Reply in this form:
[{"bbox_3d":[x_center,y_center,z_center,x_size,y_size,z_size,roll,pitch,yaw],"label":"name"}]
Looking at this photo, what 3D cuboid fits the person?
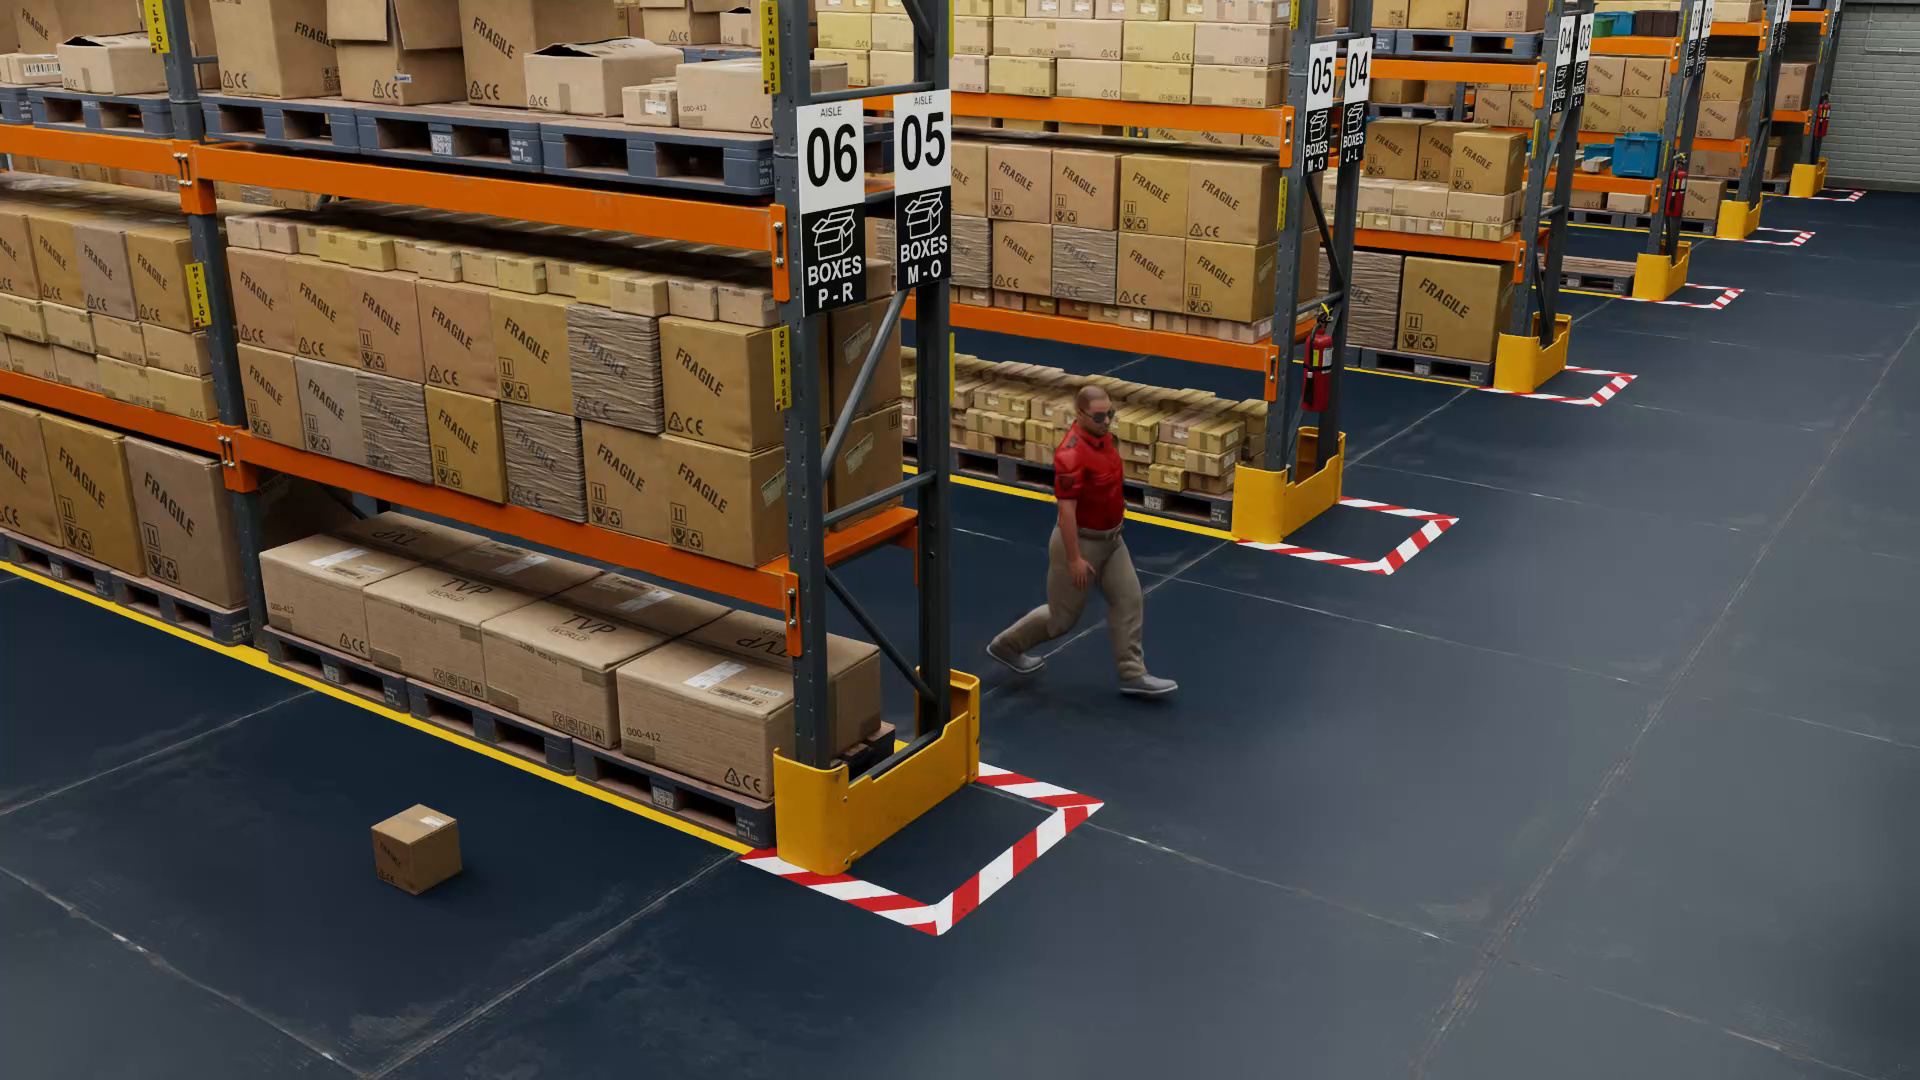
[{"bbox_3d":[0.649,0.007,8.602,1.012,1.683,0.599,11,22,28],"label":"person"}]
